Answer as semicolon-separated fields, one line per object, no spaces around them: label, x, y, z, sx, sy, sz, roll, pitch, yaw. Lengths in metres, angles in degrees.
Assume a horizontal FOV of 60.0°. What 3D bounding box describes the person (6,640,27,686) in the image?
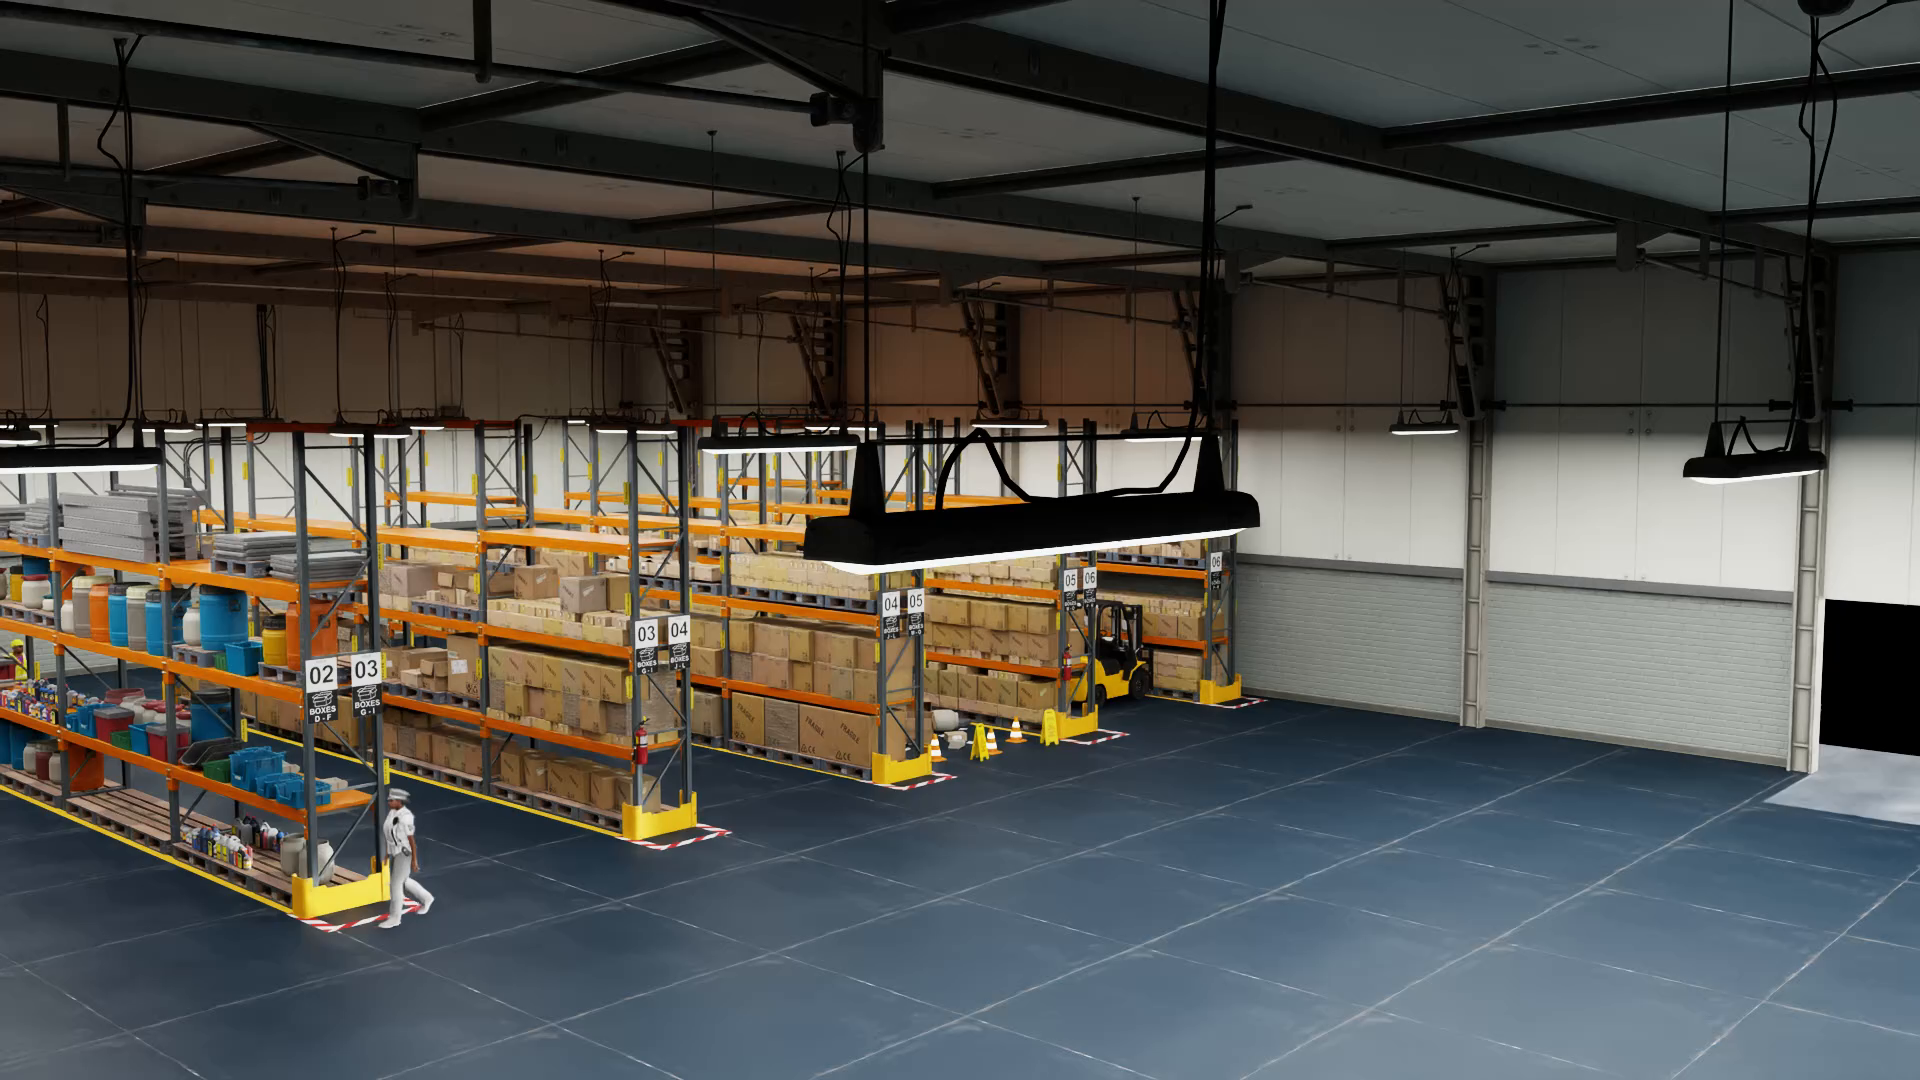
person;-18.478;2.810;32.590;1.079;1.719;0.518;4;6;38

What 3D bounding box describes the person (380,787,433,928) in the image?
person;-6.786;3.831;20.331;0.730;1.665;0.449;-3;6;-35

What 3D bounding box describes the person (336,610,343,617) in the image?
person;-14.500;2.411;38.853;0.383;1.456;0.812;-1;5;-17
